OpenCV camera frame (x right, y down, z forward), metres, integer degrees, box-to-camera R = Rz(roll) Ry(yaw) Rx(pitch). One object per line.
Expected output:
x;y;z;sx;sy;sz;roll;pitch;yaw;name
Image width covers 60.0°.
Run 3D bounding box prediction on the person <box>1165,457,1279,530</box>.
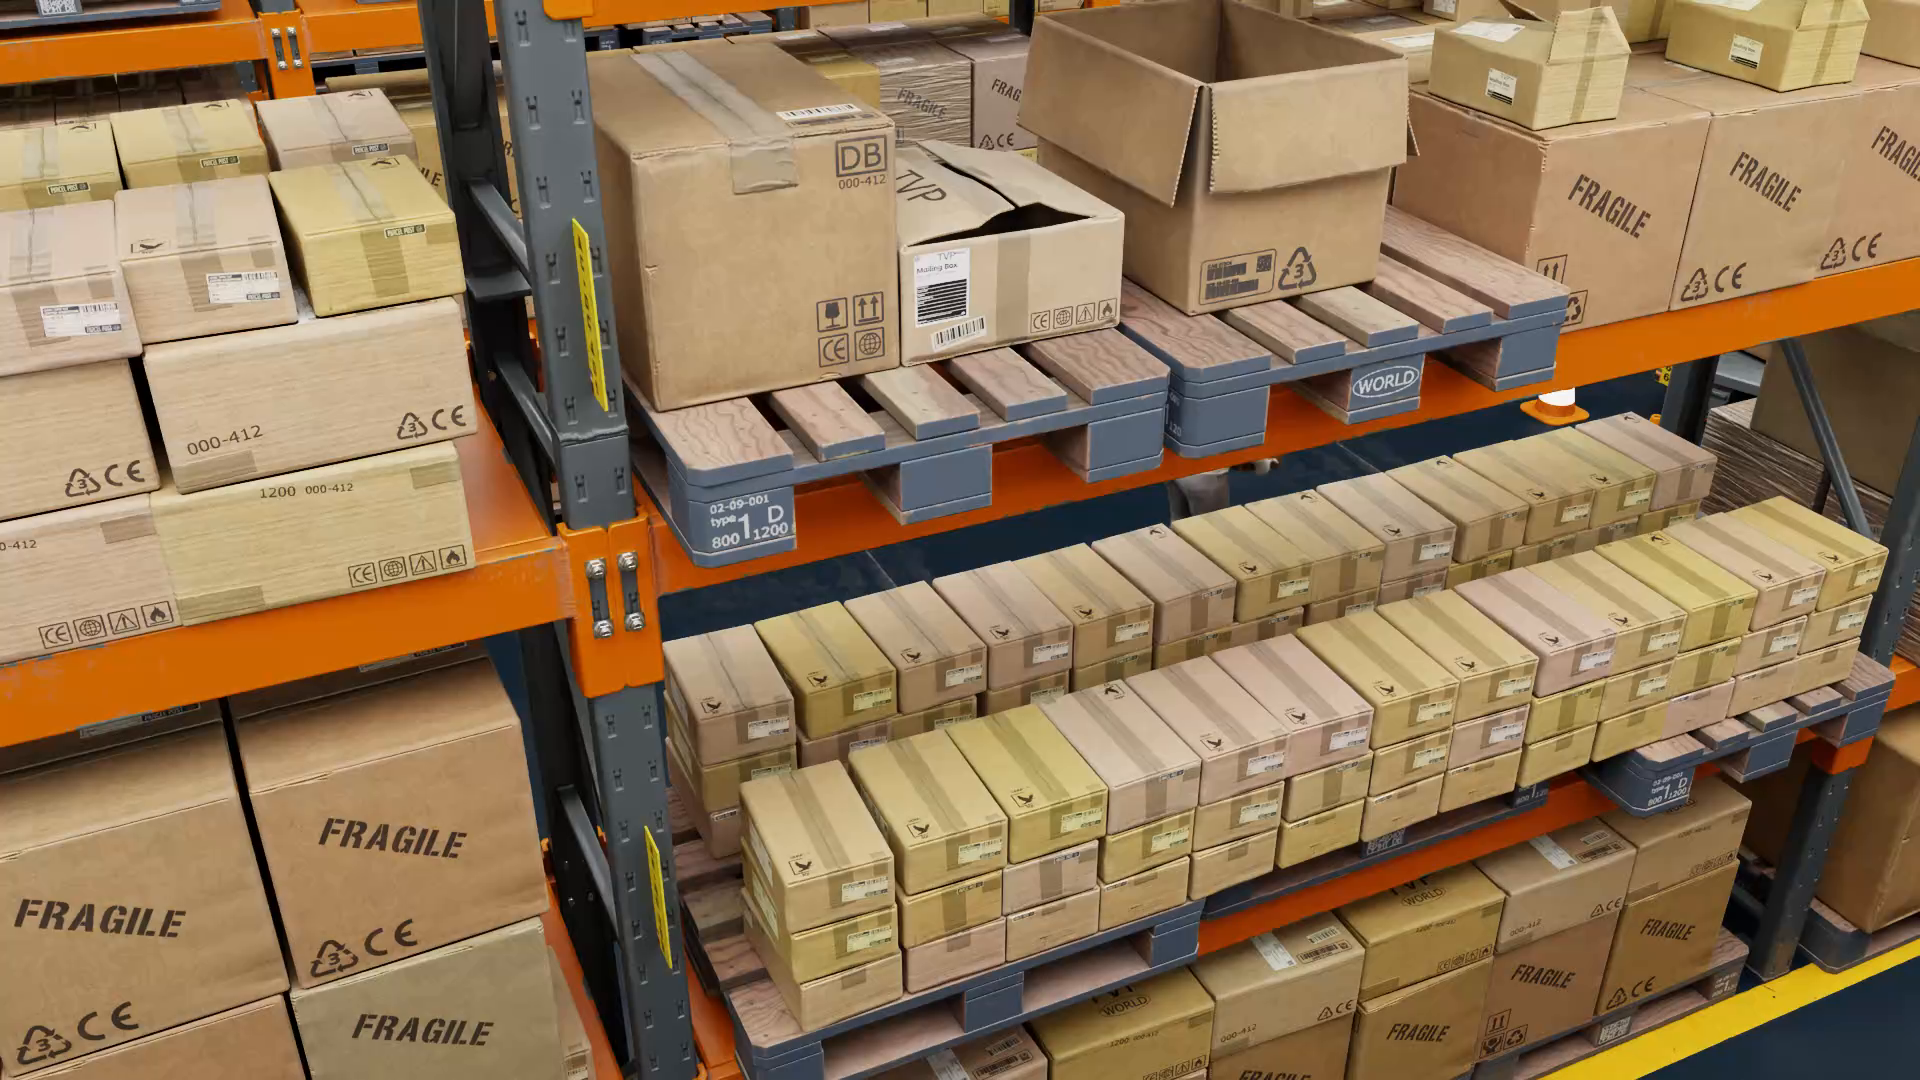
1.180;-0.364;7.757;0.530;1.684;0.416;-14;32;-23;person
